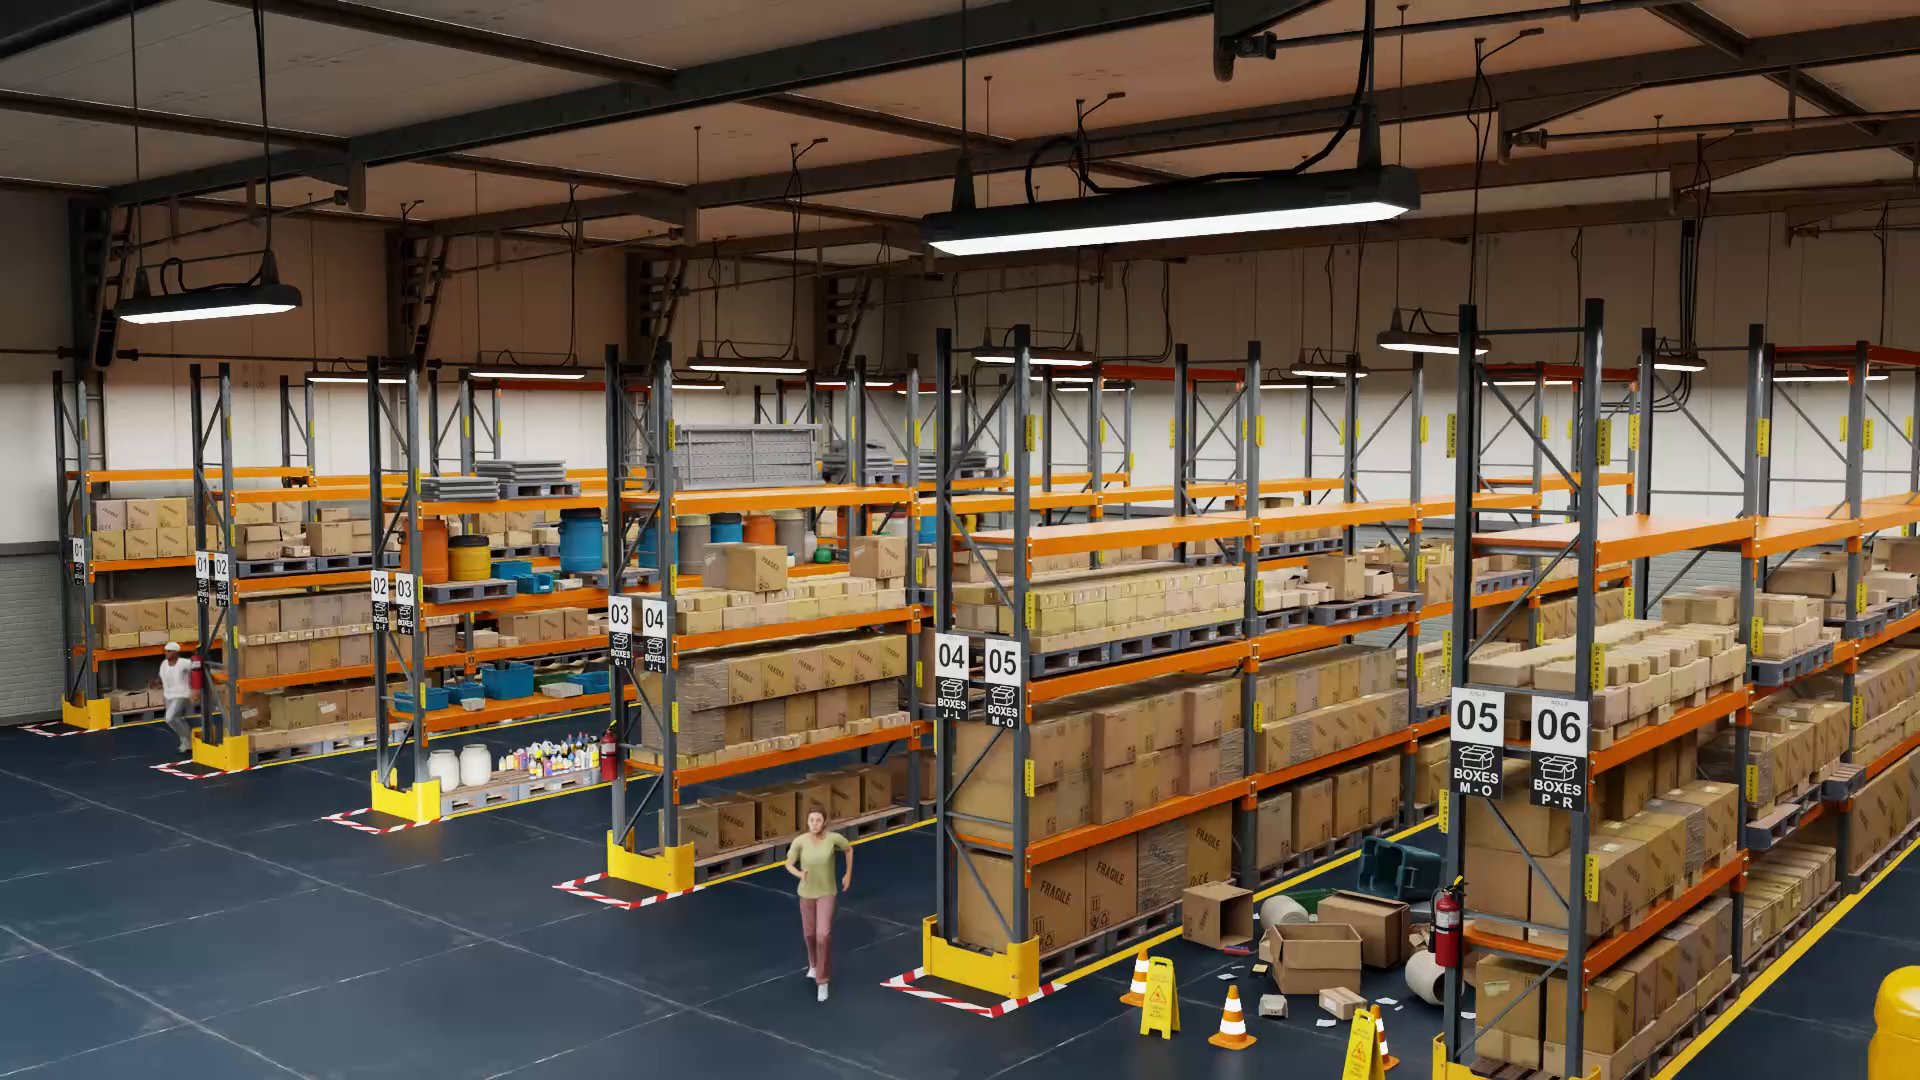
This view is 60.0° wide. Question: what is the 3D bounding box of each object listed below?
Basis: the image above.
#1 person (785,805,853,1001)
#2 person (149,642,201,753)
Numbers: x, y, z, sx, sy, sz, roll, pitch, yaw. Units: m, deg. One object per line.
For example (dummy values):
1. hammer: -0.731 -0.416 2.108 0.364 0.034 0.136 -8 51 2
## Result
1. person: -1.280 3.257 15.064 0.590 1.741 0.710 0 4 4
2. person: -12.141 2.432 25.760 0.719 1.715 0.716 2 4 23
